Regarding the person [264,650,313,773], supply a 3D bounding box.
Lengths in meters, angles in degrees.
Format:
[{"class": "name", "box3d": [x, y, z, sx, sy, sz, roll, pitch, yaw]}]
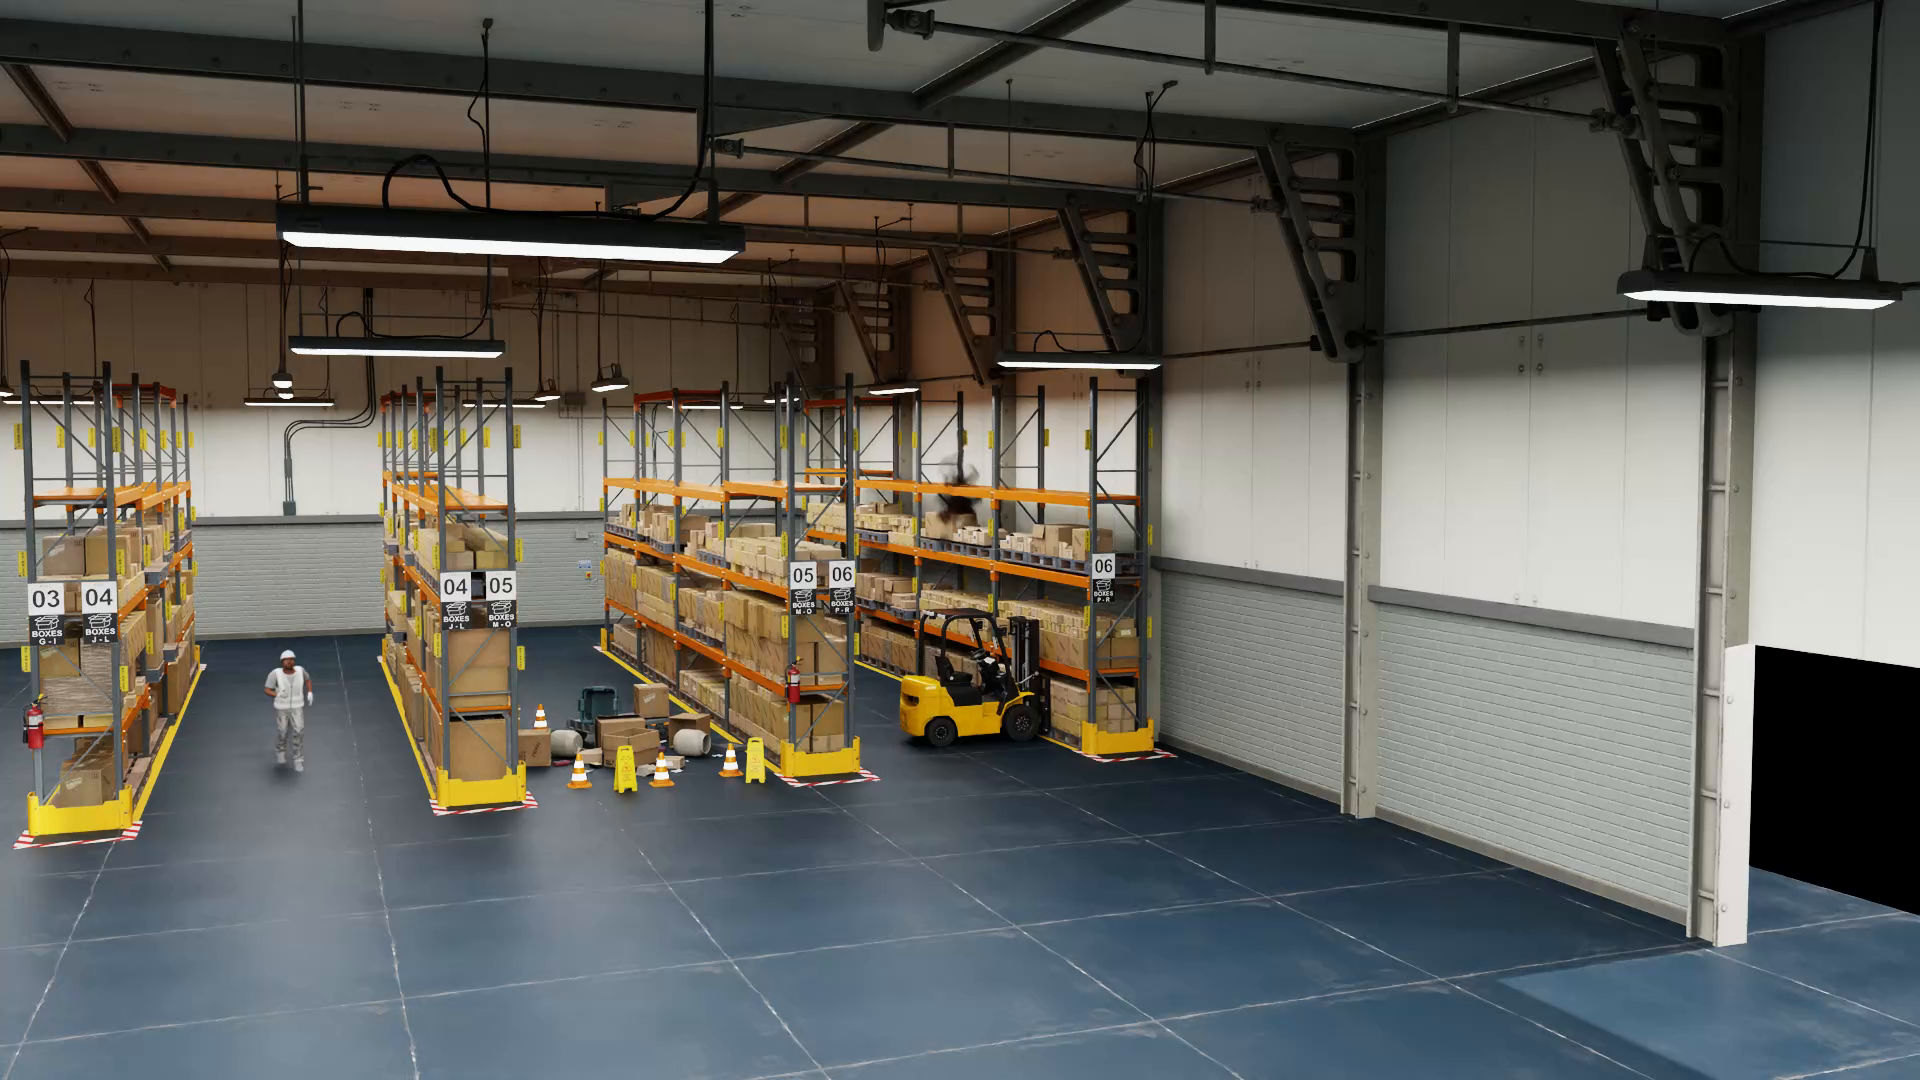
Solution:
[{"class": "person", "box3d": [-10.207, 2.589, 25.299, 0.706, 1.841, 0.826, -2, 4, -32]}]
